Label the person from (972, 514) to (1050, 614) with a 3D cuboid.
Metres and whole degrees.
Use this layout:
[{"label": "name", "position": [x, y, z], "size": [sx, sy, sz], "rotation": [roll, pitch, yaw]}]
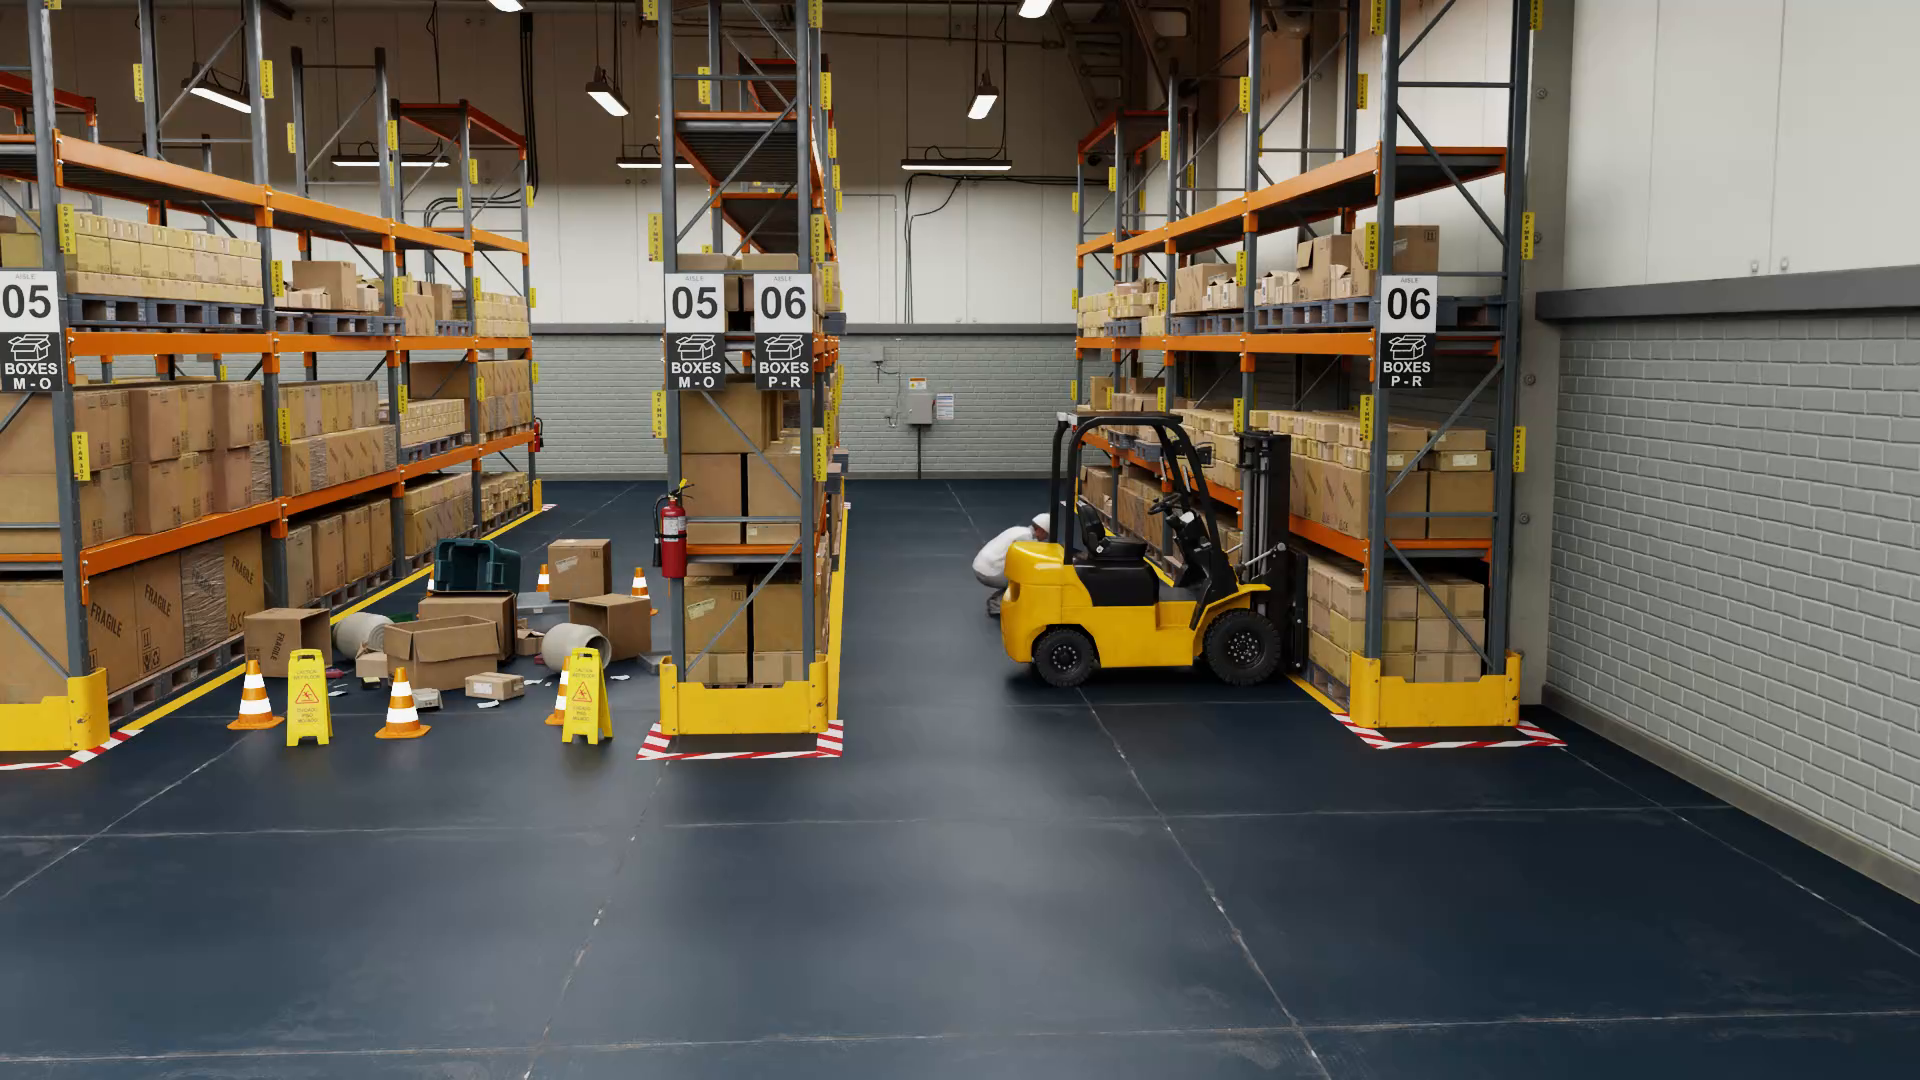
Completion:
[{"label": "person", "position": [0.565, 0.240, 16.902], "size": [0.873, 1.005, 0.527], "rotation": [0, 7, -4]}]
